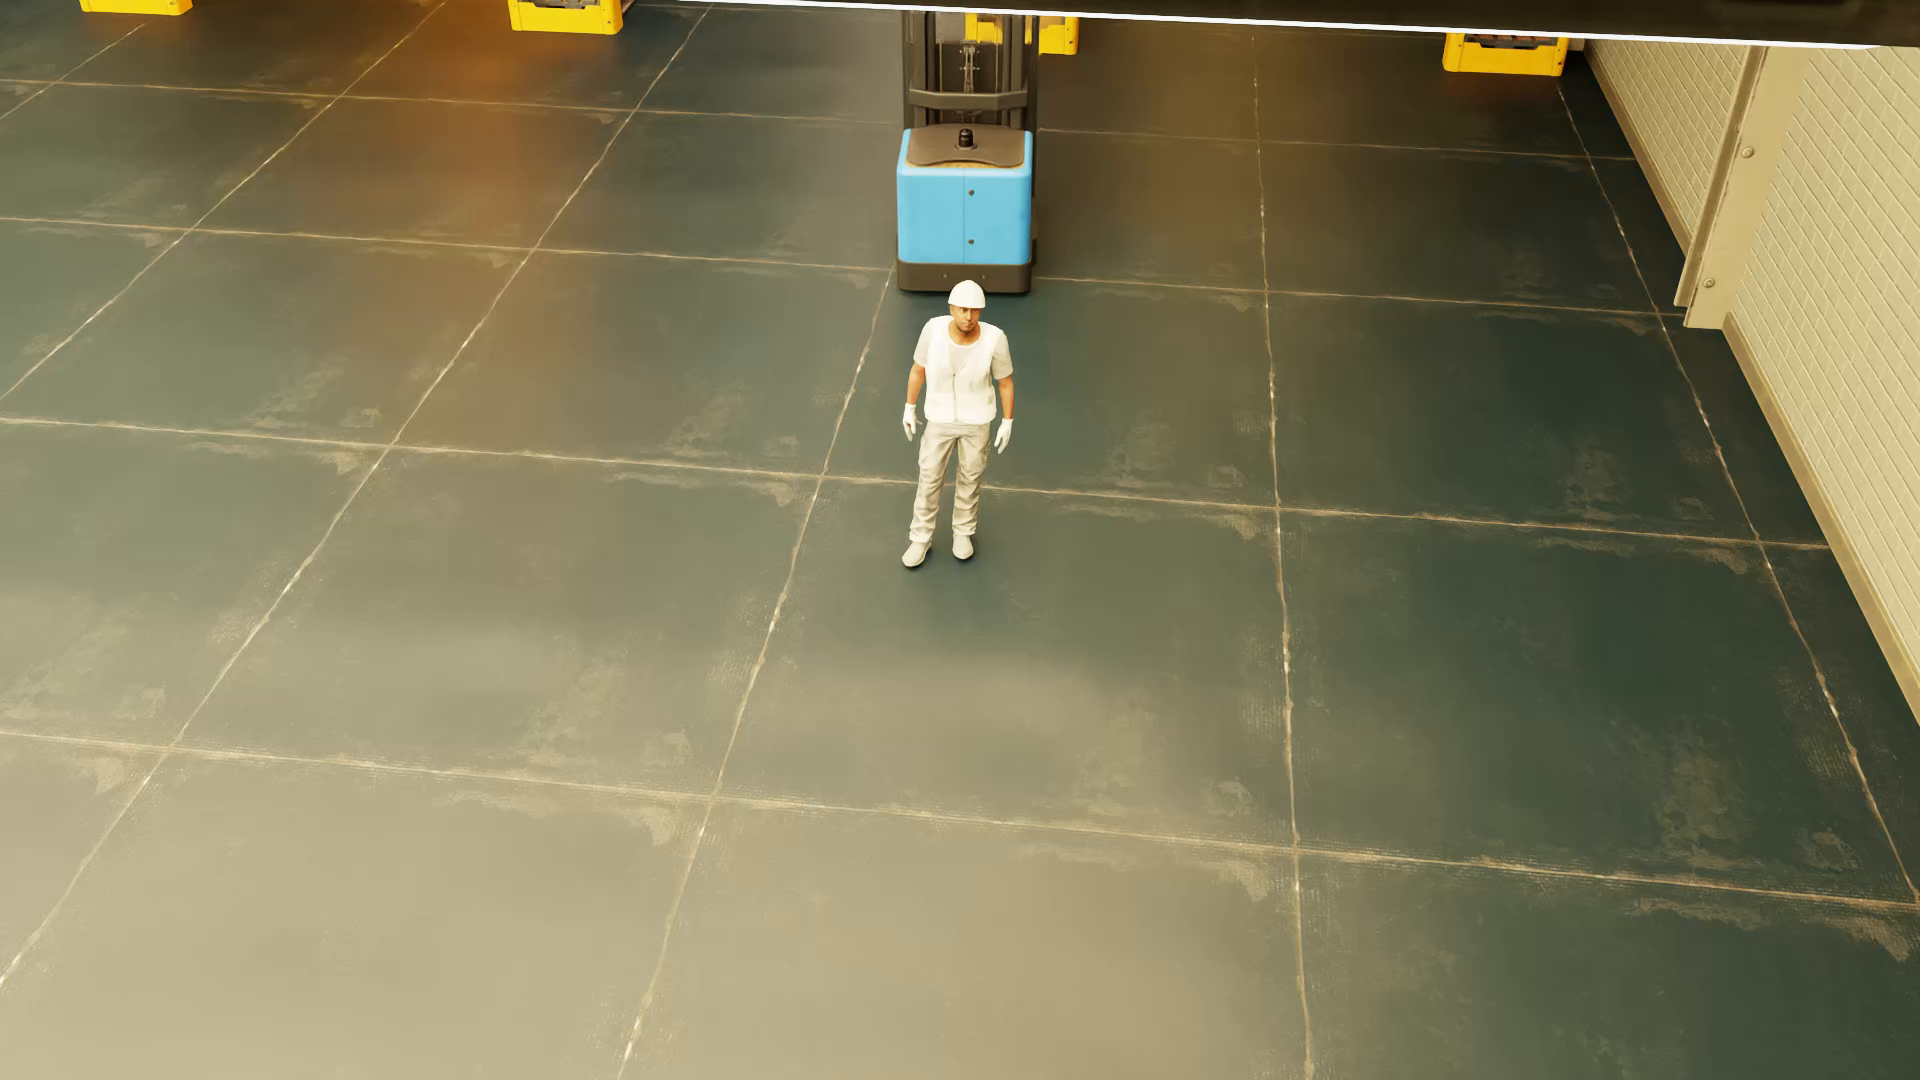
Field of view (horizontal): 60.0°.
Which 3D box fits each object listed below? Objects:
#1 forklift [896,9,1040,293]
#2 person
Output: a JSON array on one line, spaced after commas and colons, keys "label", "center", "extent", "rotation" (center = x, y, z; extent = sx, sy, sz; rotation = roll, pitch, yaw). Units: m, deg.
[{"label": "forklift", "center": [0.095, -3.962, 13.405], "extent": [1.130, 2.935, 3.031], "rotation": [2, 36, 2]}, {"label": "person", "center": [-0.018, -0.682, 9.910], "extent": [0.656, 1.782, 0.577], "rotation": [4, 37, 6]}]
